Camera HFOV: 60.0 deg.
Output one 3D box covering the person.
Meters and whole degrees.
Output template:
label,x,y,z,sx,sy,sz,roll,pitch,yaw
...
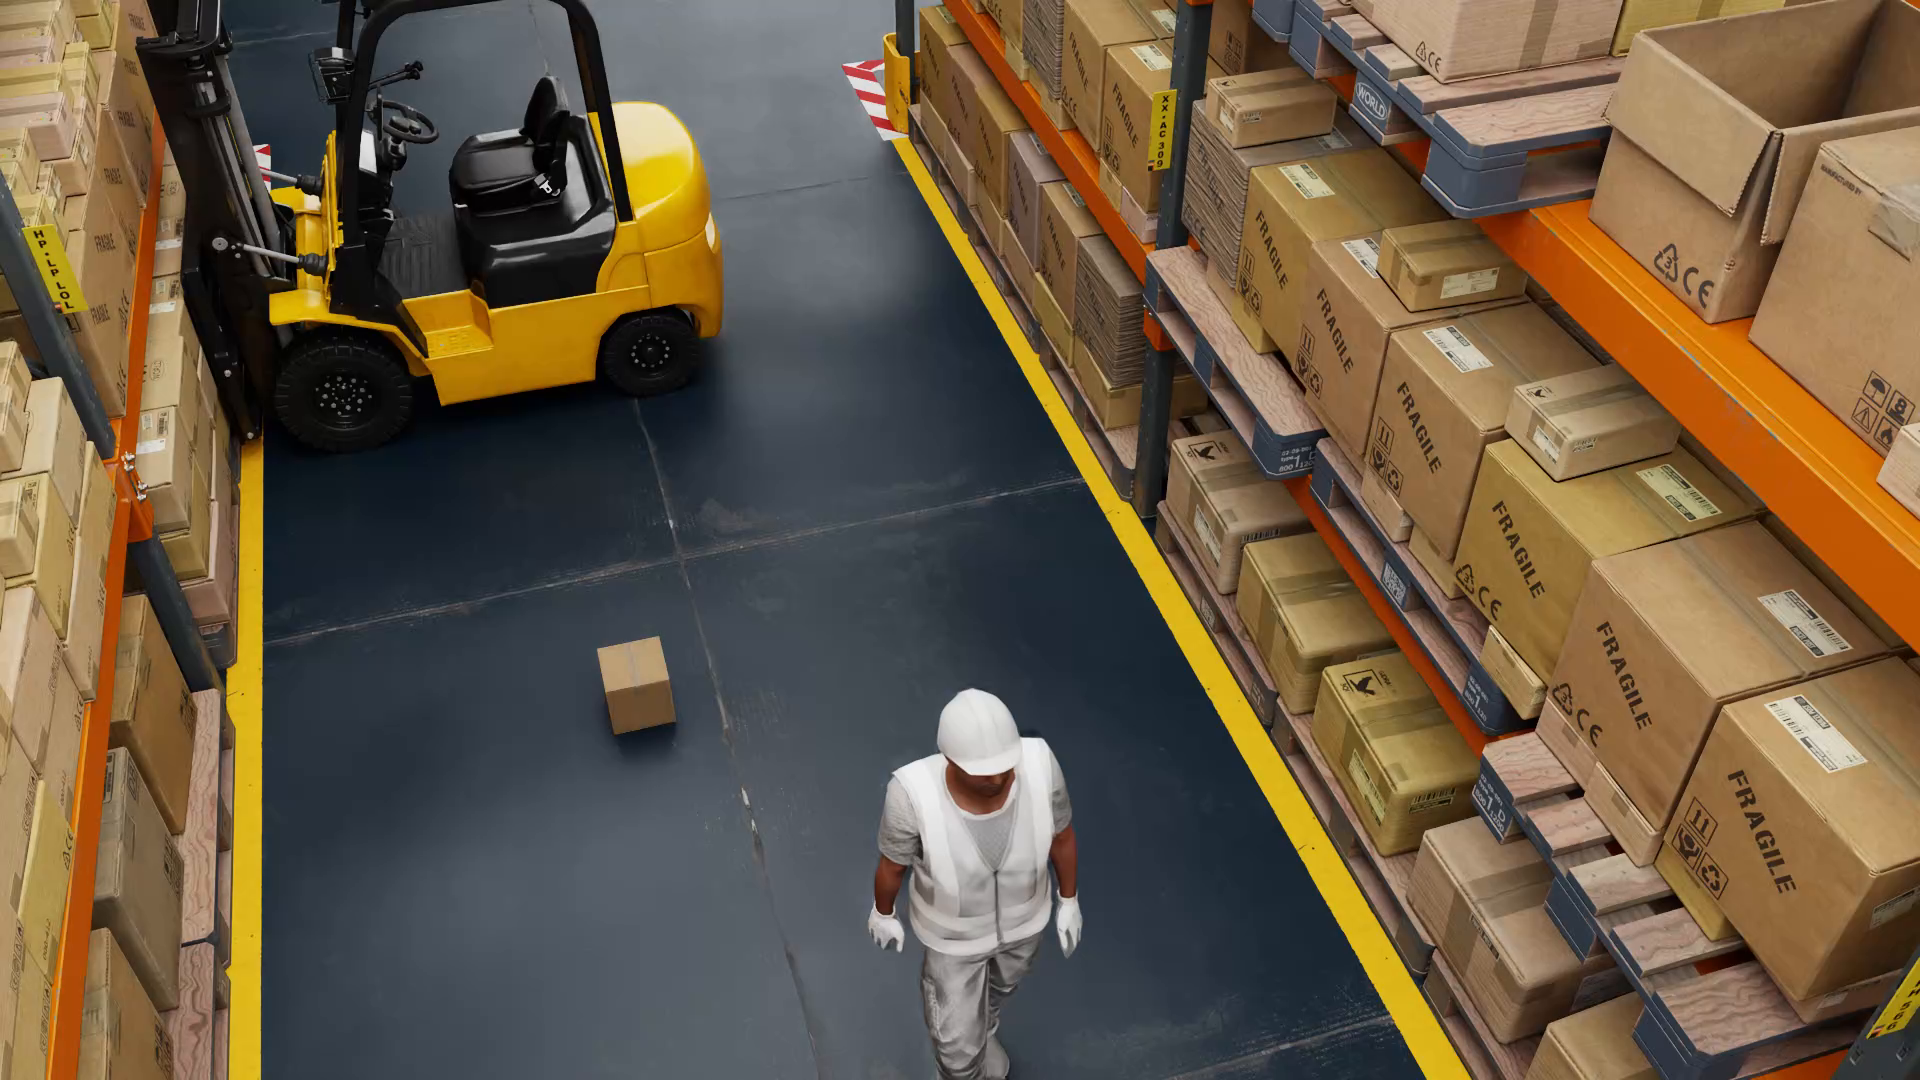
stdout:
label,x,y,z,sx,sy,sz,roll,pitch,yaw
person,0.063,1.136,4.887,0.604,1.843,0.502,-15,44,-16
